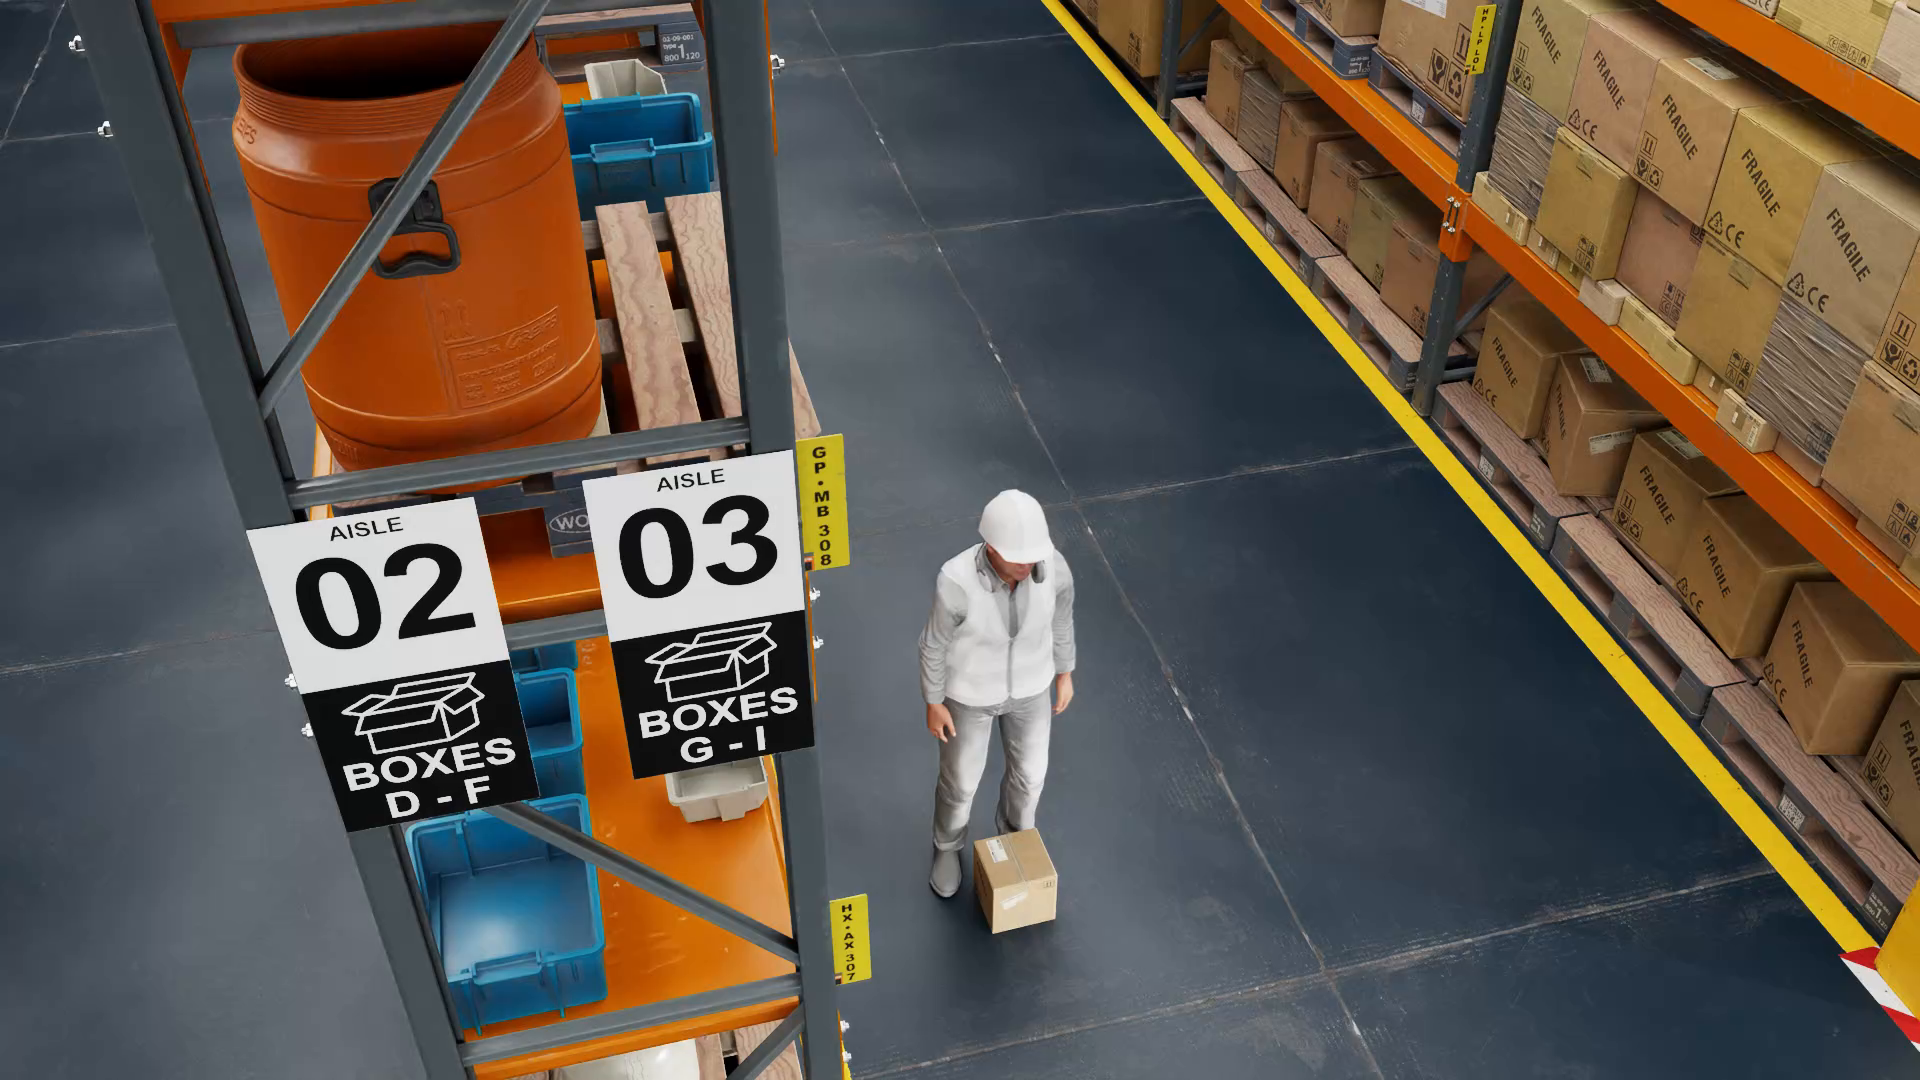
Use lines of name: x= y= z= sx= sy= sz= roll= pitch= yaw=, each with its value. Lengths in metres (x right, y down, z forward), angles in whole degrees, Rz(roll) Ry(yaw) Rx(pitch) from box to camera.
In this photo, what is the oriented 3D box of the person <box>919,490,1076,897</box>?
person: x=0.141 y=0.533 z=6.009 sx=0.594 sy=1.772 sz=0.472 roll=-12 pitch=39 yaw=-14
